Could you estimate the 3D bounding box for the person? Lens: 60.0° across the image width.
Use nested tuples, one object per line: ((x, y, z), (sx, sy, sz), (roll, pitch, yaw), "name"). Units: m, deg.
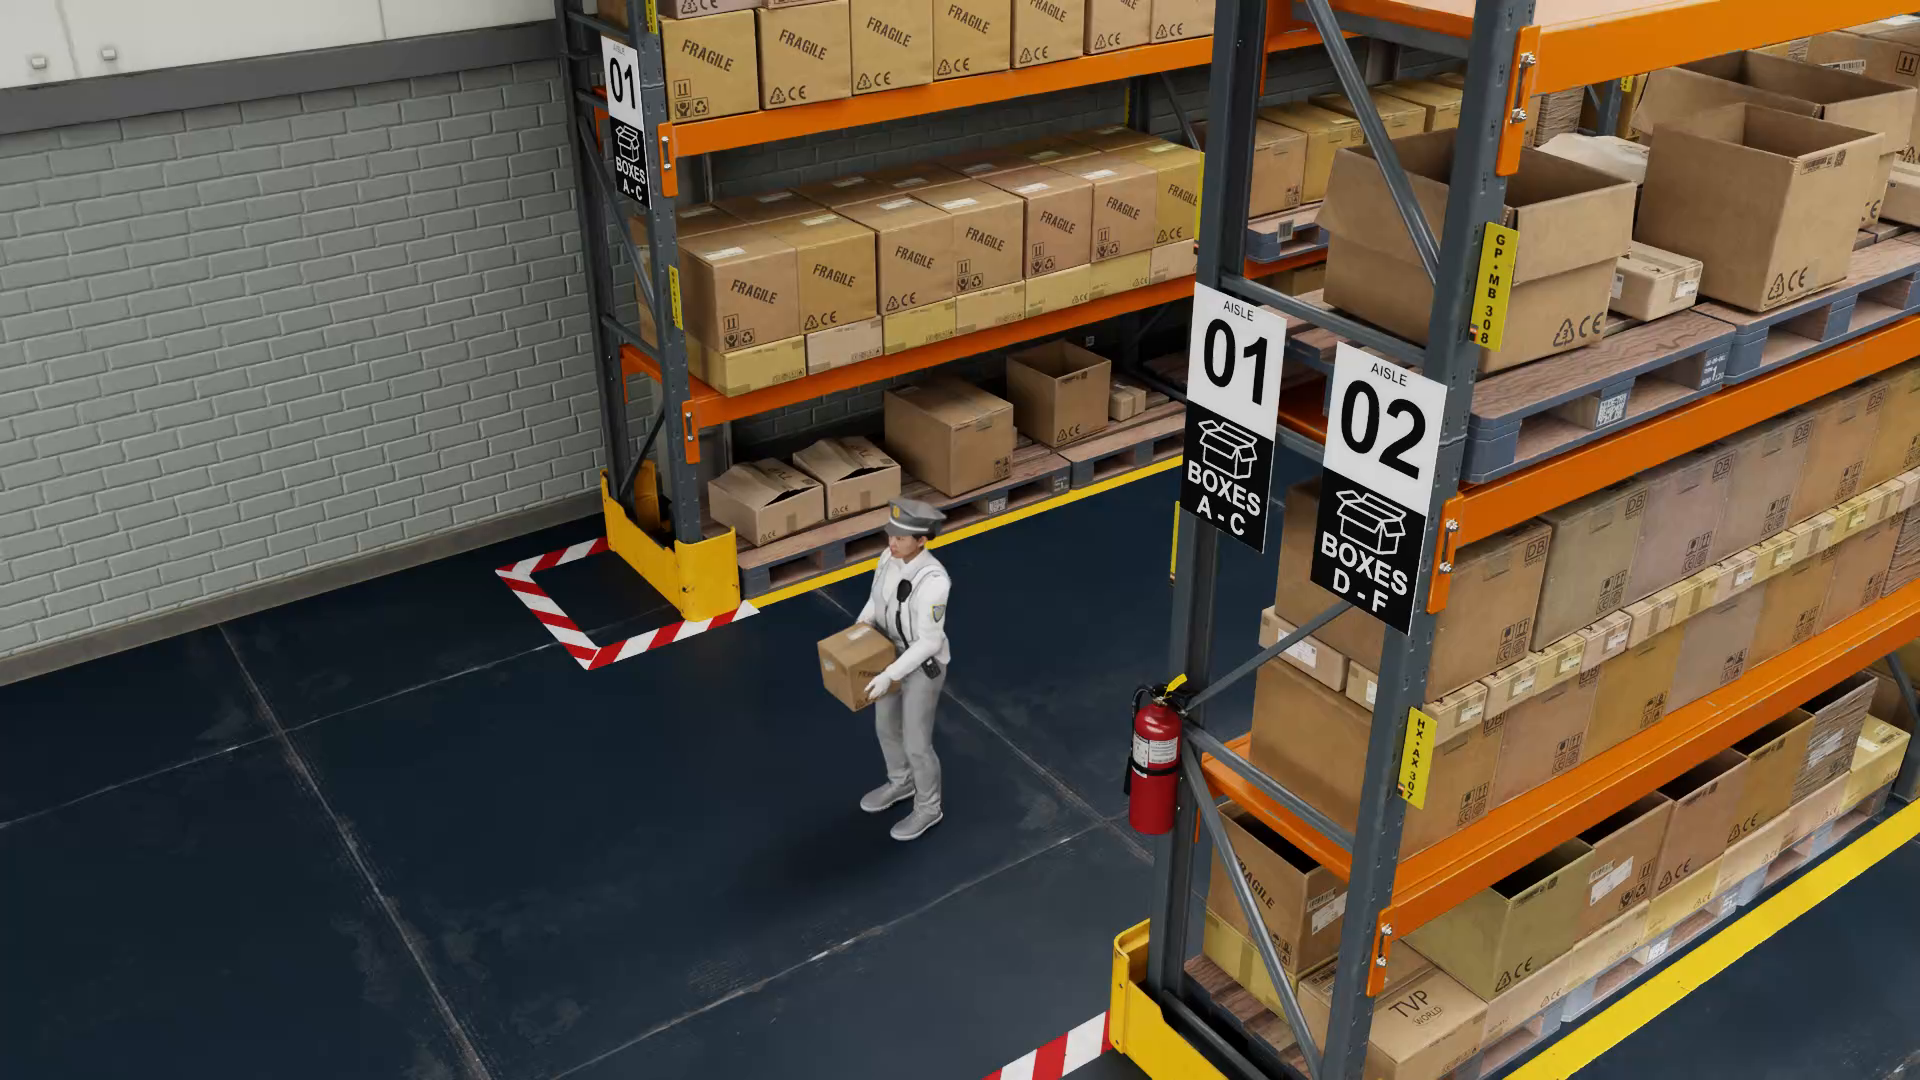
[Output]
((-0.293, 0.588, 7.521), (0.489, 1.691, 0.489), (-19, 34, -31), "person")
